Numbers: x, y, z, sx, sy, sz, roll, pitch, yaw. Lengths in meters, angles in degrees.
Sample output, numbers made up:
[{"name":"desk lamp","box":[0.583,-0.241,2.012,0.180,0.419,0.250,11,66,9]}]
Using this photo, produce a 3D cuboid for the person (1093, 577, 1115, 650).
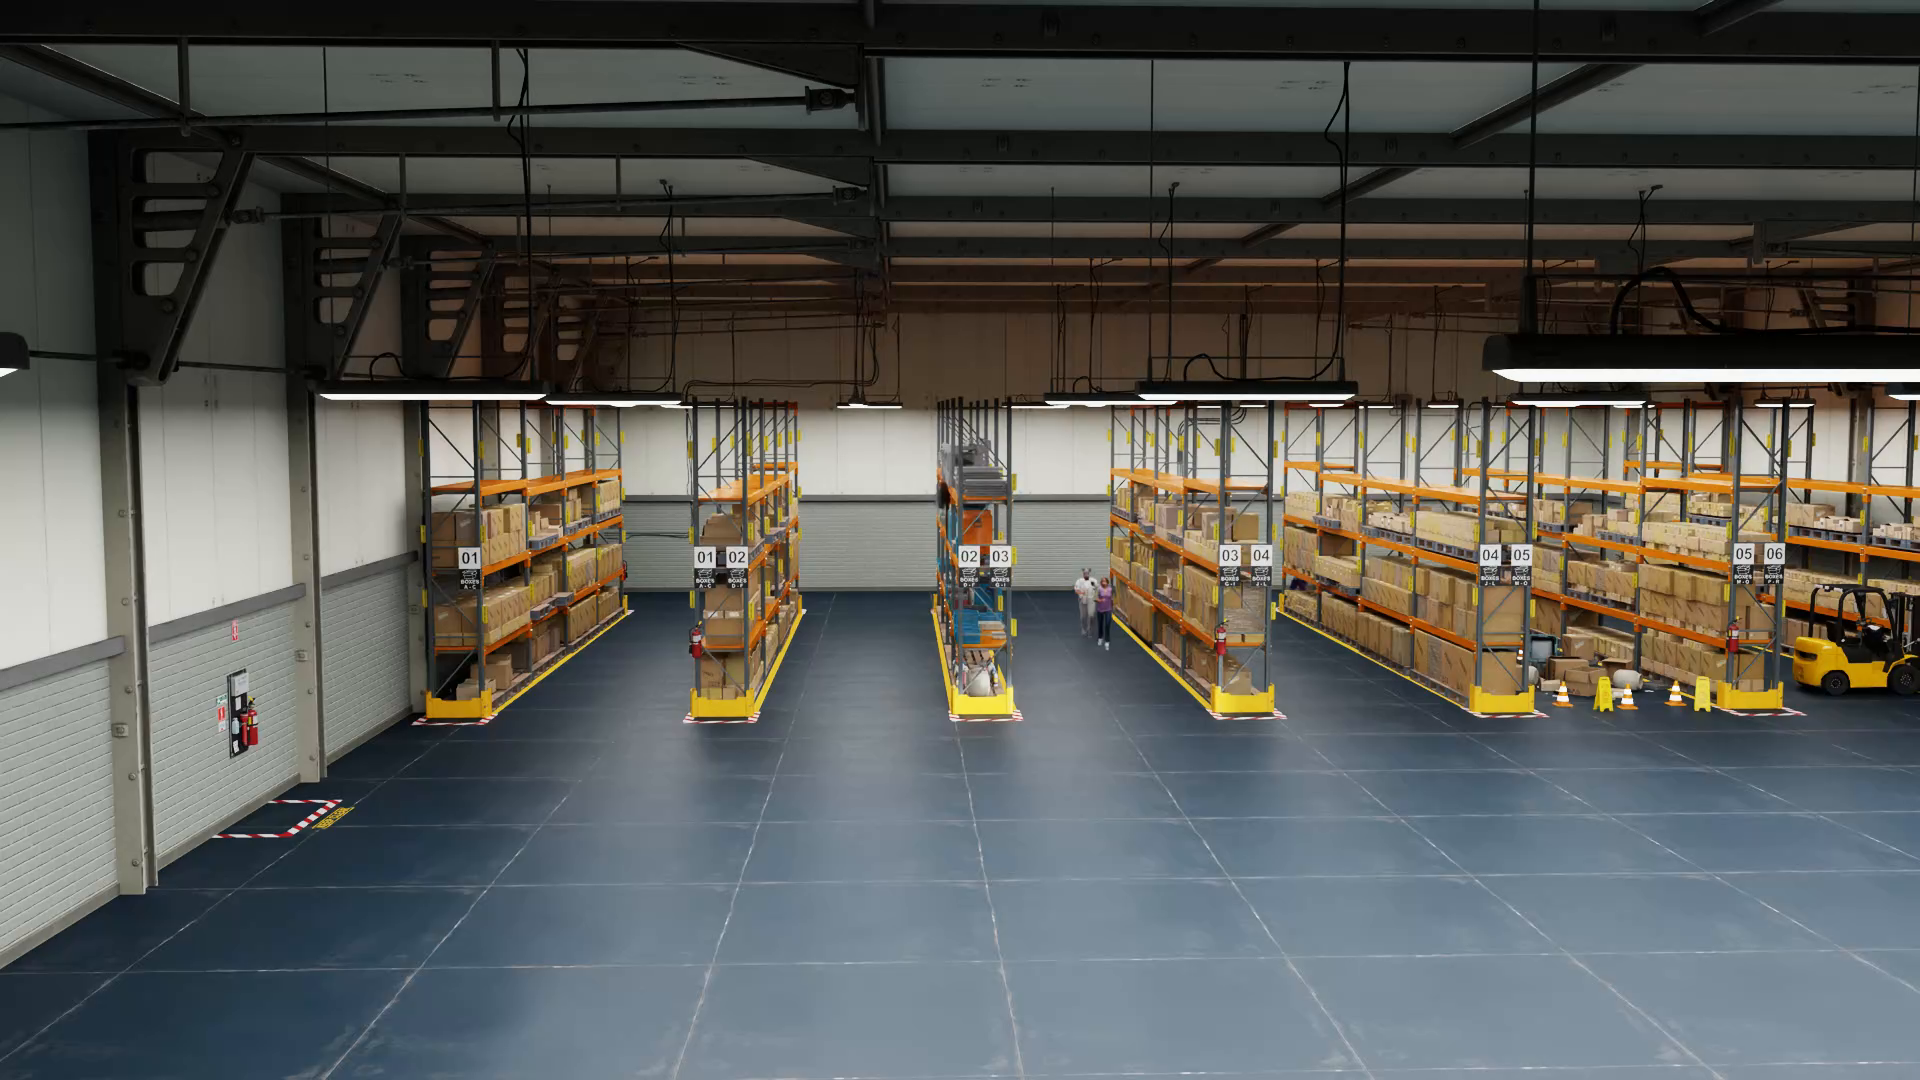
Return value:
[{"name":"person","box":[3.321,1.658,38.275,0.534,1.640,0.773,0,4,-3]}]

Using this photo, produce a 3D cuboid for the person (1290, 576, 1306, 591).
[{"name":"person","box":[10.049,1.176,48.722,0.672,1.708,0.633,-1,4,-8]}]

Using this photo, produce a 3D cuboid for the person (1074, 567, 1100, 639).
[{"name":"person","box":[3.213,1.602,42.079,0.638,1.838,0.838,0,4,5]}]

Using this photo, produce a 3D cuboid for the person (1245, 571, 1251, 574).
[{"name":"person","box":[8.056,1.362,45.600,0.628,1.795,0.819,0,4,3]}]
